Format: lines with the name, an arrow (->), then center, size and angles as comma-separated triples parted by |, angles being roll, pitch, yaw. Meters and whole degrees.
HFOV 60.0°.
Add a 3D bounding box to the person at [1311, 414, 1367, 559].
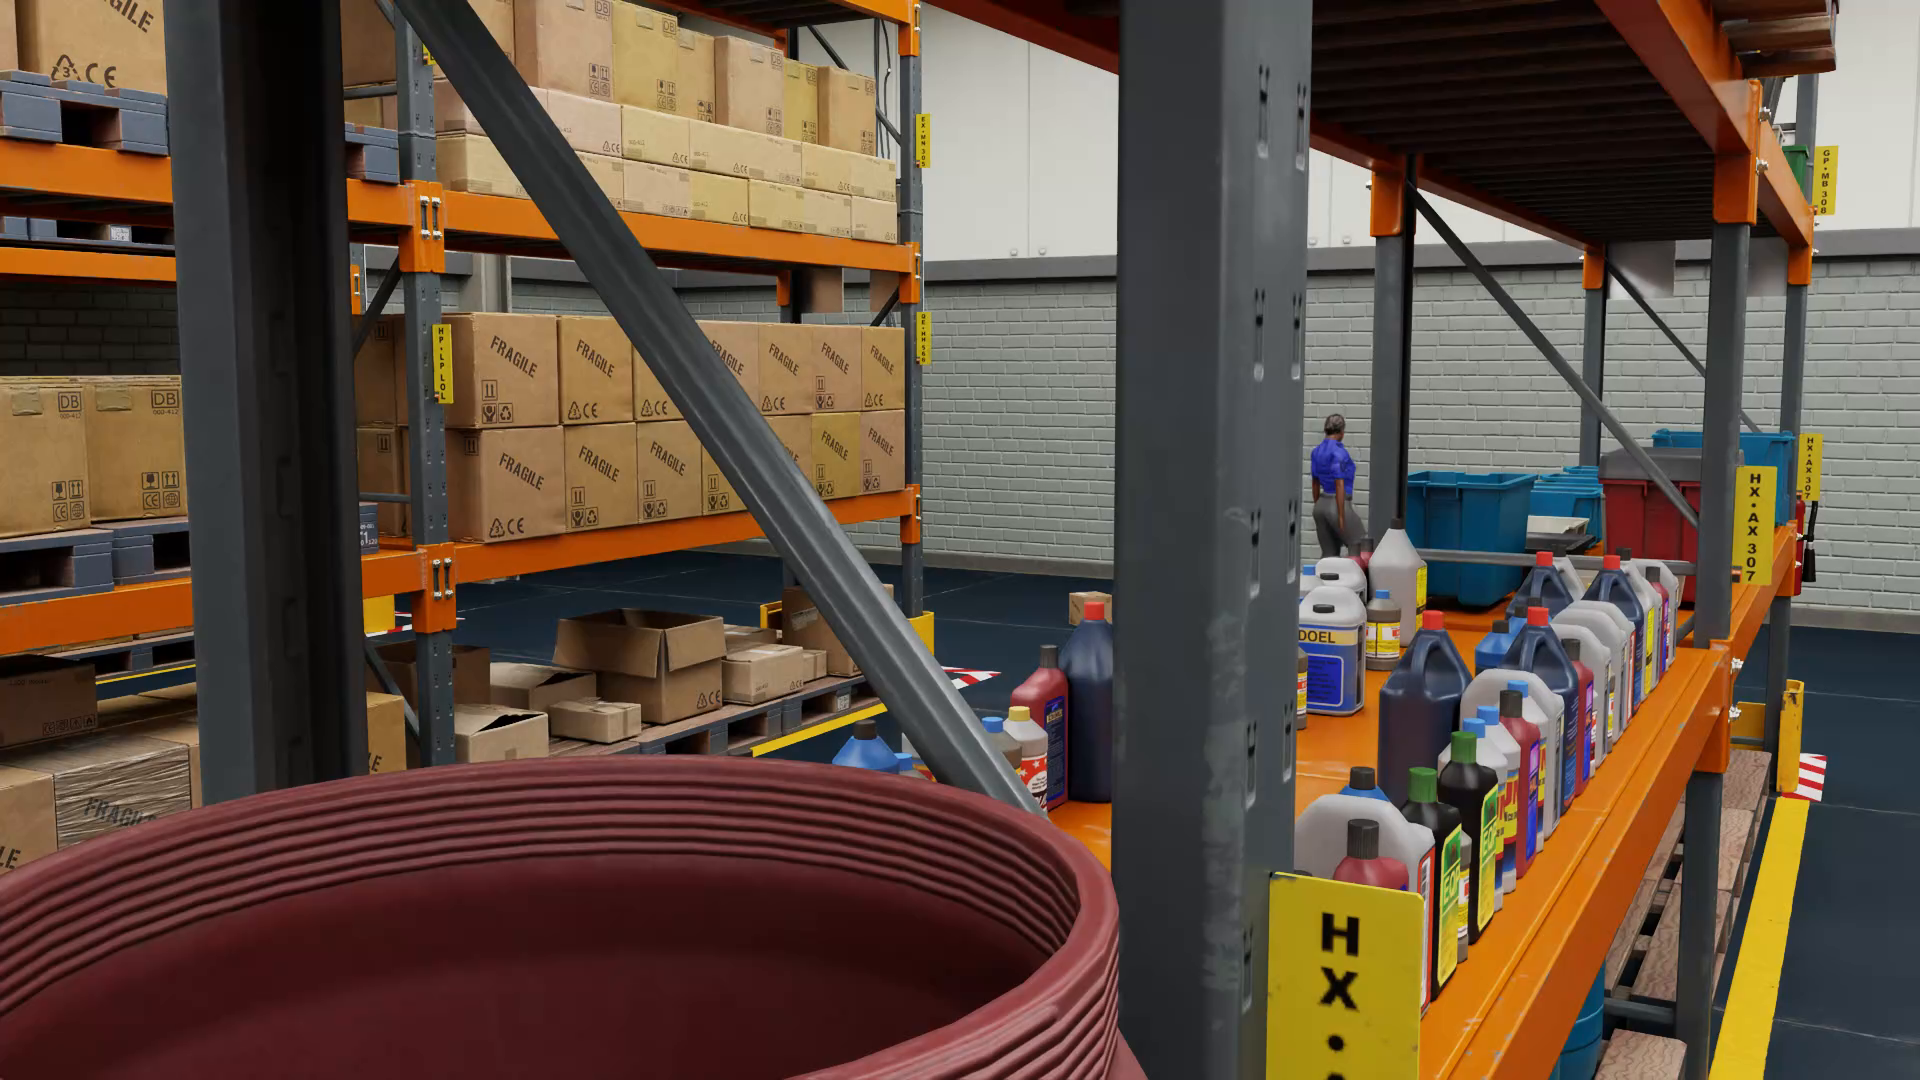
person -> 3.103, -0.195, 13.659 | 0.397, 1.676, 0.474 | -2, 6, -21
